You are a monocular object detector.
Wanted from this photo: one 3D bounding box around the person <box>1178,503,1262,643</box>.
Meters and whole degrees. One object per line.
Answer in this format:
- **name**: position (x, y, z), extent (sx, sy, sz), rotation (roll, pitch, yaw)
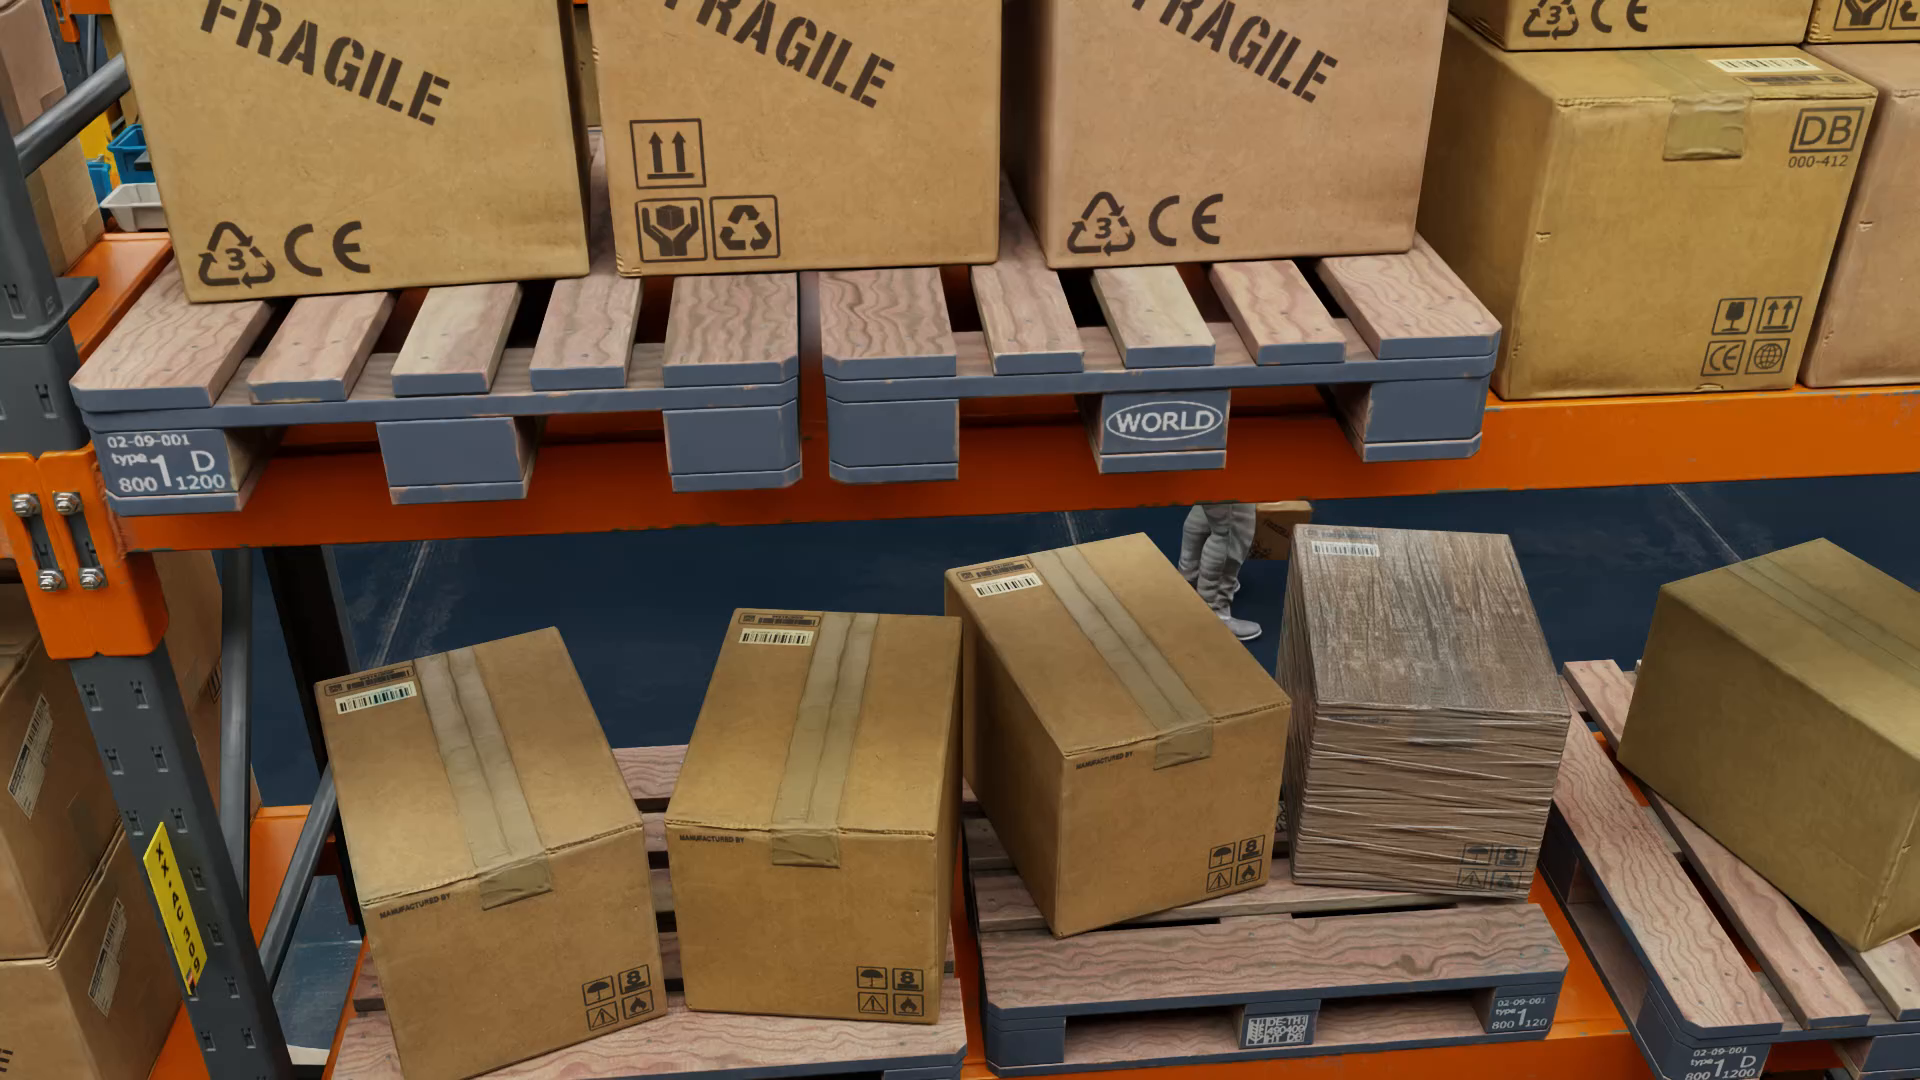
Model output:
- **person**: position (1.079, -0.407, 6.794), extent (0.443, 1.669, 0.528), rotation (-4, 31, -6)
